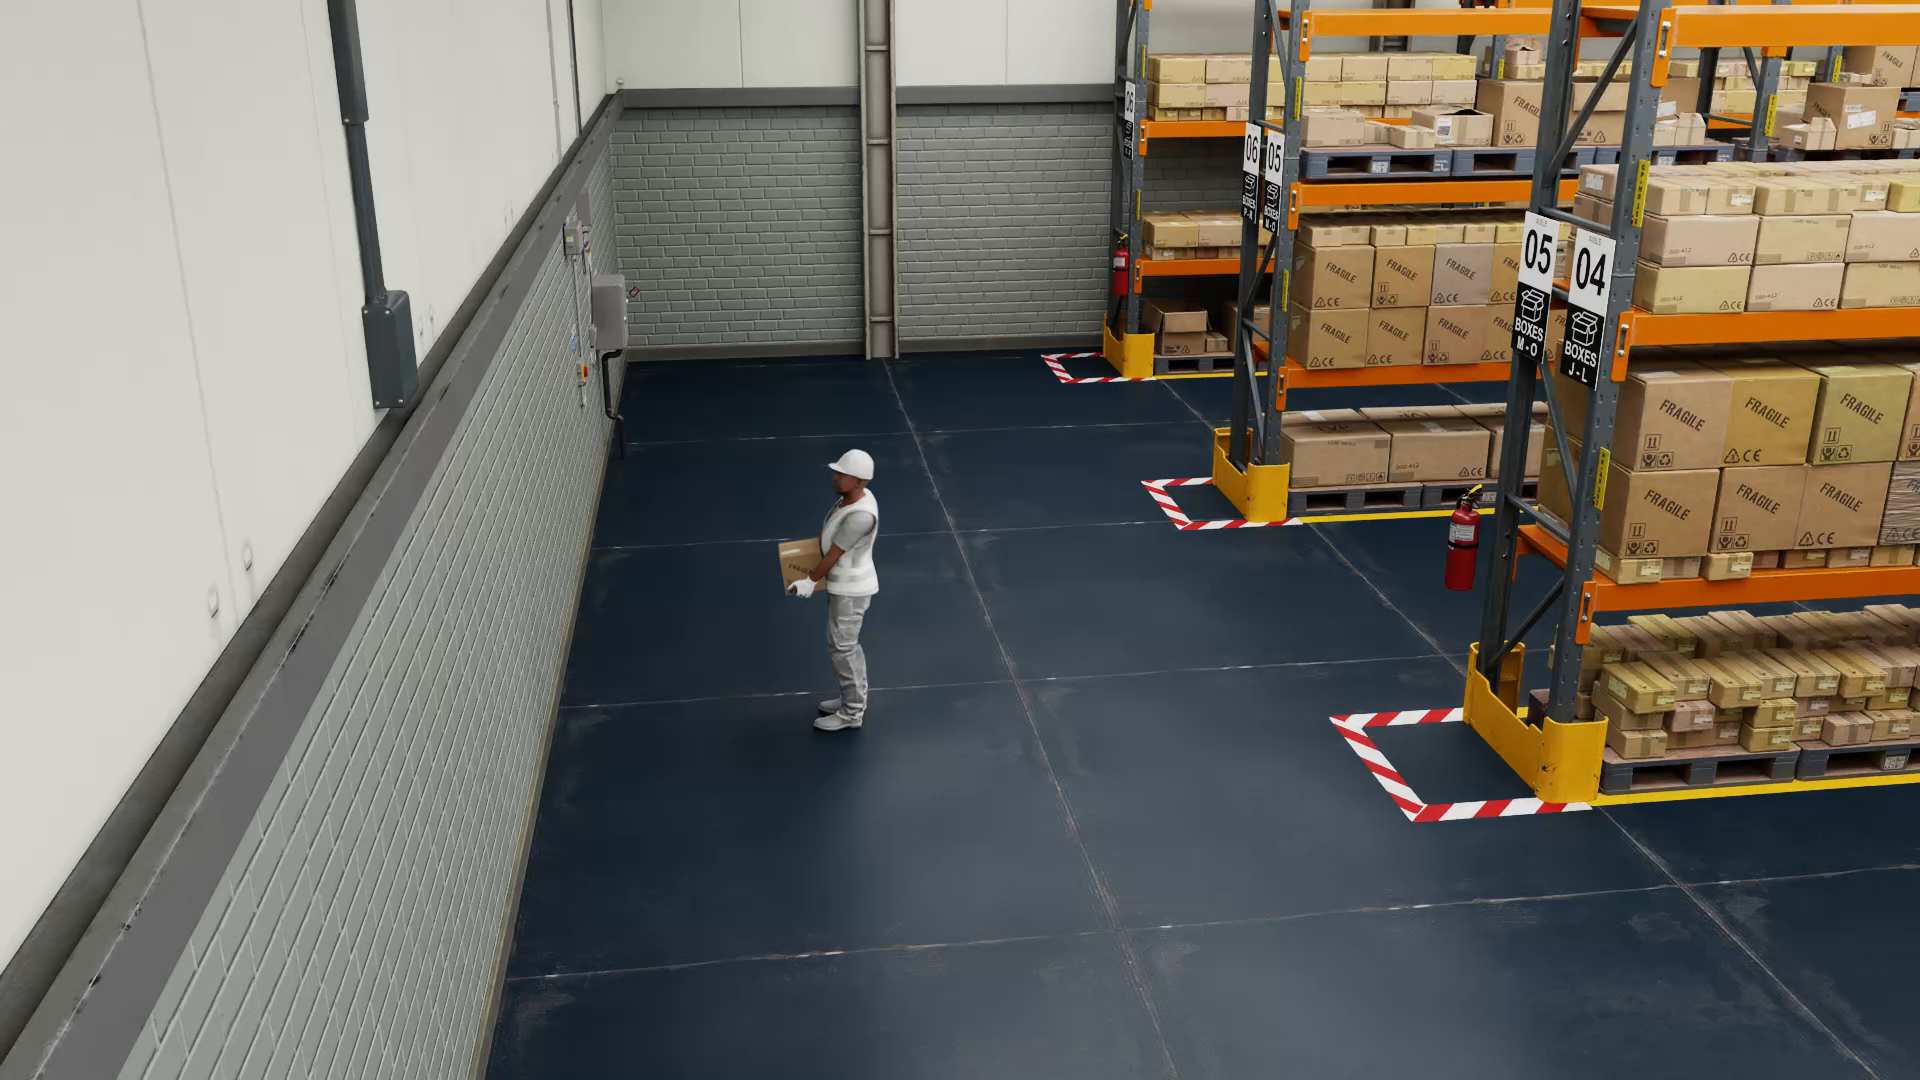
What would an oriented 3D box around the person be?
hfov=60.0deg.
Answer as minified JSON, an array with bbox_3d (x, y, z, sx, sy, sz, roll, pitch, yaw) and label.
[{"bbox_3d":[-0.777,0.306,10.201,0.573,1.778,0.488,-2,20,-7],"label":"person"}]
